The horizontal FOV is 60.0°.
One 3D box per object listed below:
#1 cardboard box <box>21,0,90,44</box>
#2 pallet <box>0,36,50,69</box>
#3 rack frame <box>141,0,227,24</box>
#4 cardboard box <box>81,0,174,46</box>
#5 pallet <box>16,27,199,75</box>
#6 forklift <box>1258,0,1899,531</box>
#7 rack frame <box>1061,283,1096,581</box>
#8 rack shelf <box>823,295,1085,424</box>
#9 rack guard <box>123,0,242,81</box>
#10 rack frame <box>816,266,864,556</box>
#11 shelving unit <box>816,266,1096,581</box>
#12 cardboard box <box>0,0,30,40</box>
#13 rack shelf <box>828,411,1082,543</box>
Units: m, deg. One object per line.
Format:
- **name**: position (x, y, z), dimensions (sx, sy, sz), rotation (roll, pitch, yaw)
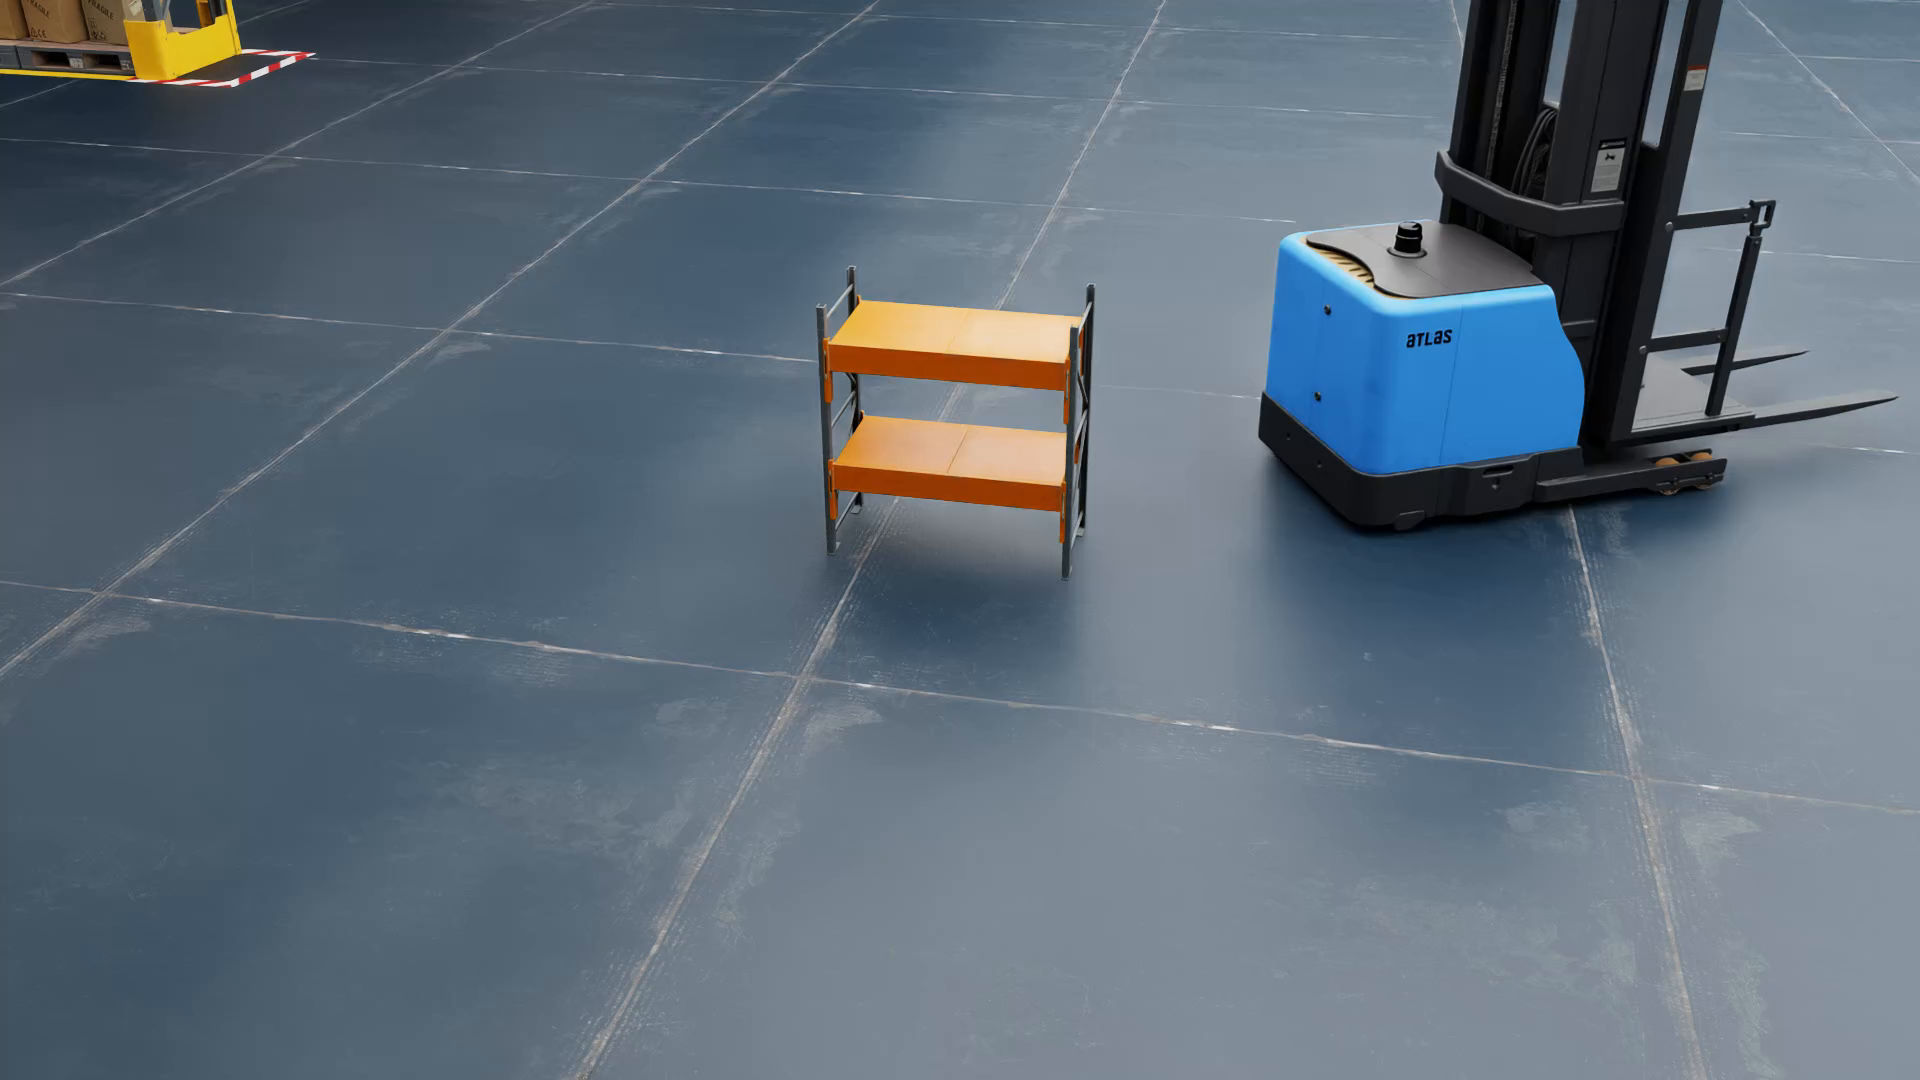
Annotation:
- **cardboard box**: position (-8.136, -4.839, 15.132), dimensions (0.500, 0.500, 0.500), rotation (14, 32, 24)
- **pallet**: position (-8.988, -4.643, 15.512), dimensions (1.213, 0.211, 1.003), rotation (6, 29, 11)
- **rack frame**: position (-6.937, -5.637, 14.424), dimensions (0.127, 3.000, 1.000), rotation (6, 29, 11)
- **cardboard box**: position (-7.544, -4.796, 15.052), dimensions (0.500, 0.500, 0.500), rotation (11, 31, 20)
- **pallet**: position (-7.799, -4.520, 15.286), dimensions (1.213, 0.211, 1.003), rotation (6, 29, 11)
- **forklift**: position (3.011, -1.726, 7.350), dimensions (3.031, 2.935, 1.130), rotation (-8, 30, -15)
- **rack frame**: position (0.491, -0.443, 6.888), dimensions (0.032, 1.125, 0.500), rotation (6, 29, 11)
- **rack shelf**: position (-0.007, -0.751, 6.841), dimensions (1.000, 0.278, 0.538), rotation (6, 29, 11)
- **rack guard**: position (-7.011, -4.549, 15.038), dimensions (0.348, 0.500, 1.175), rotation (6, 29, 11)
- **rack frame**: position (-0.504, -0.545, 7.074), dimensions (0.032, 1.125, 0.500), rotation (6, 29, 11)
- **shelving unit**: position (-0.007, -0.494, 6.981), dimensions (1.048, 1.125, 0.538), rotation (6, 29, 11)
- **cardboard box**: position (-8.744, -4.911, 15.263), dimensions (0.500, 0.500, 0.500), rotation (9, 30, 15)
- **rack shelf**: position (-0.007, -0.280, 7.099), dimensions (1.000, 0.278, 0.538), rotation (6, 29, 11)
